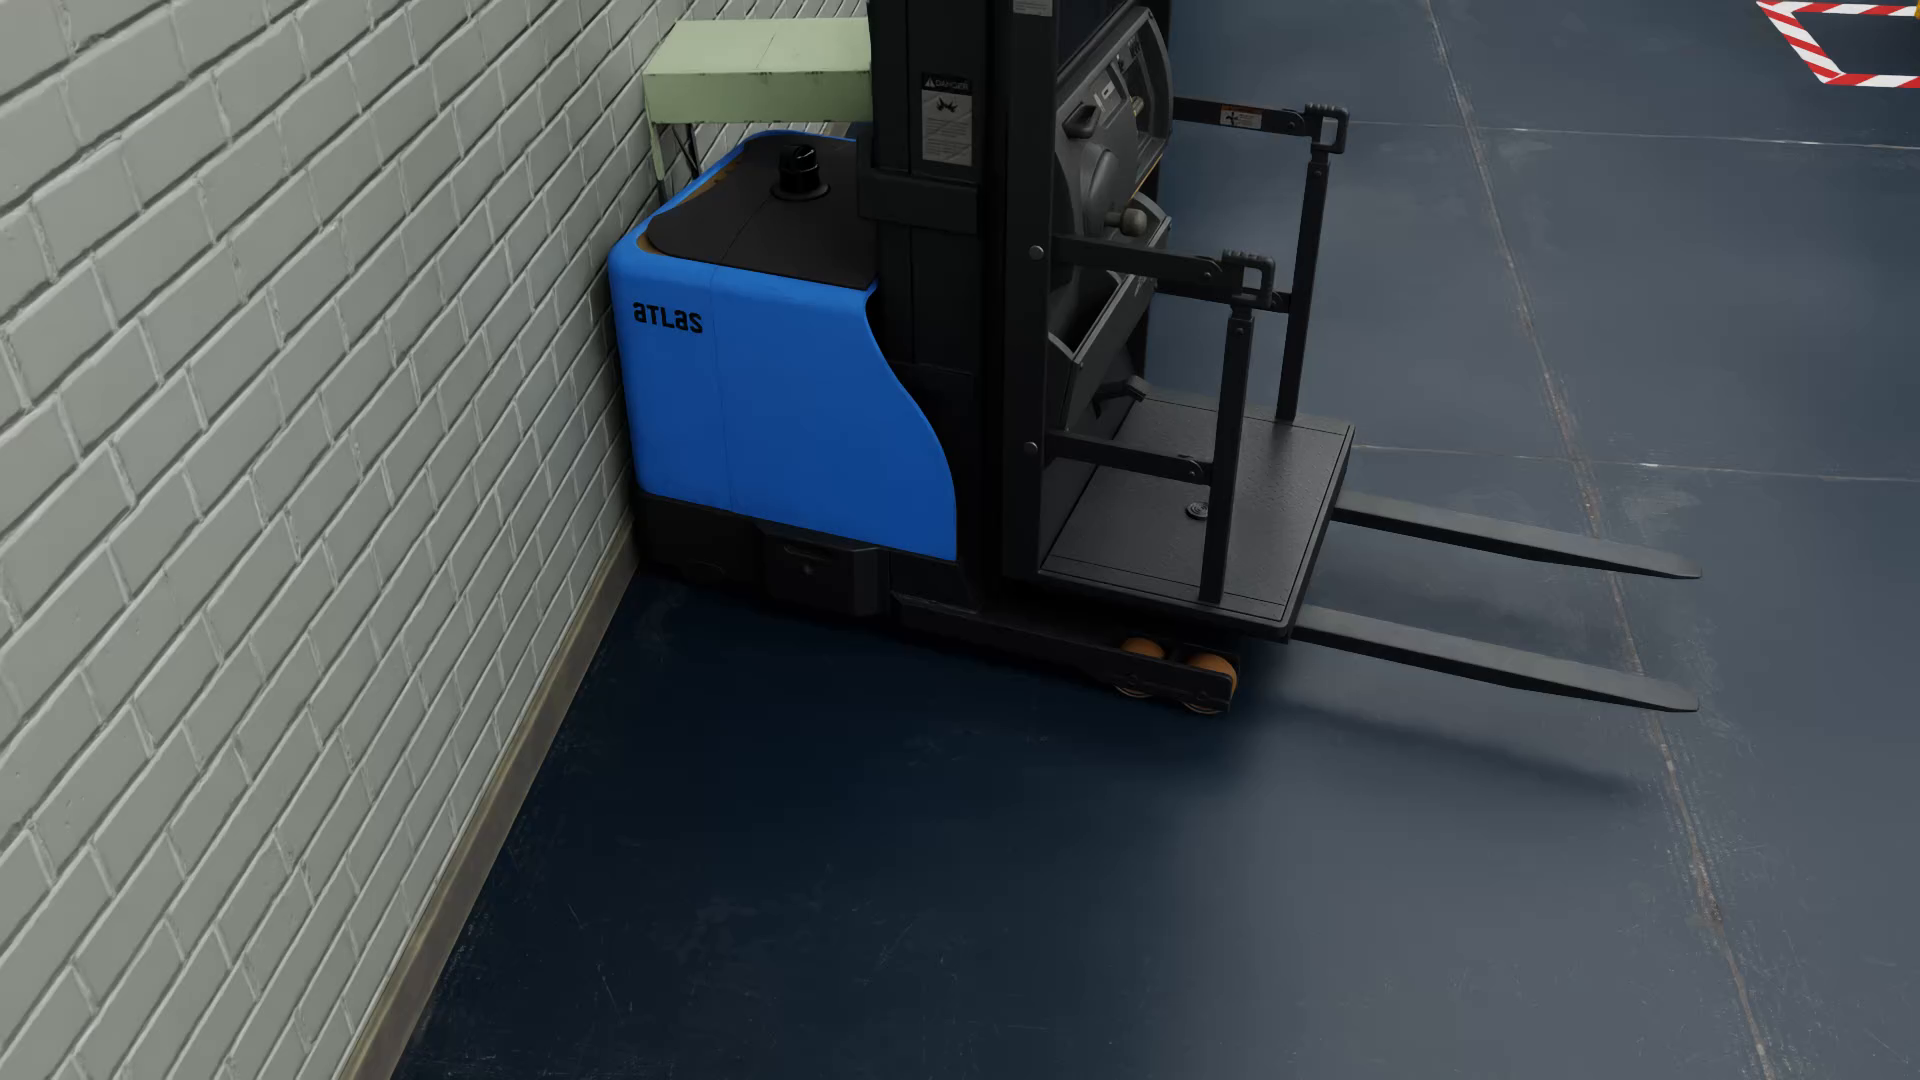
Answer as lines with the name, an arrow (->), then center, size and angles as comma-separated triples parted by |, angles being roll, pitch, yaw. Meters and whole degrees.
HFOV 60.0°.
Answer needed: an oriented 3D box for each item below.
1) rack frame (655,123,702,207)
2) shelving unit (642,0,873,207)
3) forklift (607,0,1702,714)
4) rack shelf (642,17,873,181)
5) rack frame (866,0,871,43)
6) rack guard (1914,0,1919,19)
rack frame -> -0.897, -1.079, 5.416 | 0.023, 1.500, 0.400 | 2, 39, 9
shelving unit -> -0.535, -1.068, 5.362 | 0.755, 1.500, 0.431 | 2, 39, 9
forklift -> 0.589, -1.065, 4.219 | 3.031, 2.935, 1.130 | 12, 37, 17
rack shelf -> -0.563, -1.371, 5.117 | 0.720, 0.370, 0.431 | 2, 39, 9
rack frame -> -0.173, -1.057, 5.307 | 0.023, 1.500, 0.400 | 2, 39, 9
rack guard -> 5.503, -2.855, 8.820 | 0.348, 0.500, 1.175 | 4, 36, 6
